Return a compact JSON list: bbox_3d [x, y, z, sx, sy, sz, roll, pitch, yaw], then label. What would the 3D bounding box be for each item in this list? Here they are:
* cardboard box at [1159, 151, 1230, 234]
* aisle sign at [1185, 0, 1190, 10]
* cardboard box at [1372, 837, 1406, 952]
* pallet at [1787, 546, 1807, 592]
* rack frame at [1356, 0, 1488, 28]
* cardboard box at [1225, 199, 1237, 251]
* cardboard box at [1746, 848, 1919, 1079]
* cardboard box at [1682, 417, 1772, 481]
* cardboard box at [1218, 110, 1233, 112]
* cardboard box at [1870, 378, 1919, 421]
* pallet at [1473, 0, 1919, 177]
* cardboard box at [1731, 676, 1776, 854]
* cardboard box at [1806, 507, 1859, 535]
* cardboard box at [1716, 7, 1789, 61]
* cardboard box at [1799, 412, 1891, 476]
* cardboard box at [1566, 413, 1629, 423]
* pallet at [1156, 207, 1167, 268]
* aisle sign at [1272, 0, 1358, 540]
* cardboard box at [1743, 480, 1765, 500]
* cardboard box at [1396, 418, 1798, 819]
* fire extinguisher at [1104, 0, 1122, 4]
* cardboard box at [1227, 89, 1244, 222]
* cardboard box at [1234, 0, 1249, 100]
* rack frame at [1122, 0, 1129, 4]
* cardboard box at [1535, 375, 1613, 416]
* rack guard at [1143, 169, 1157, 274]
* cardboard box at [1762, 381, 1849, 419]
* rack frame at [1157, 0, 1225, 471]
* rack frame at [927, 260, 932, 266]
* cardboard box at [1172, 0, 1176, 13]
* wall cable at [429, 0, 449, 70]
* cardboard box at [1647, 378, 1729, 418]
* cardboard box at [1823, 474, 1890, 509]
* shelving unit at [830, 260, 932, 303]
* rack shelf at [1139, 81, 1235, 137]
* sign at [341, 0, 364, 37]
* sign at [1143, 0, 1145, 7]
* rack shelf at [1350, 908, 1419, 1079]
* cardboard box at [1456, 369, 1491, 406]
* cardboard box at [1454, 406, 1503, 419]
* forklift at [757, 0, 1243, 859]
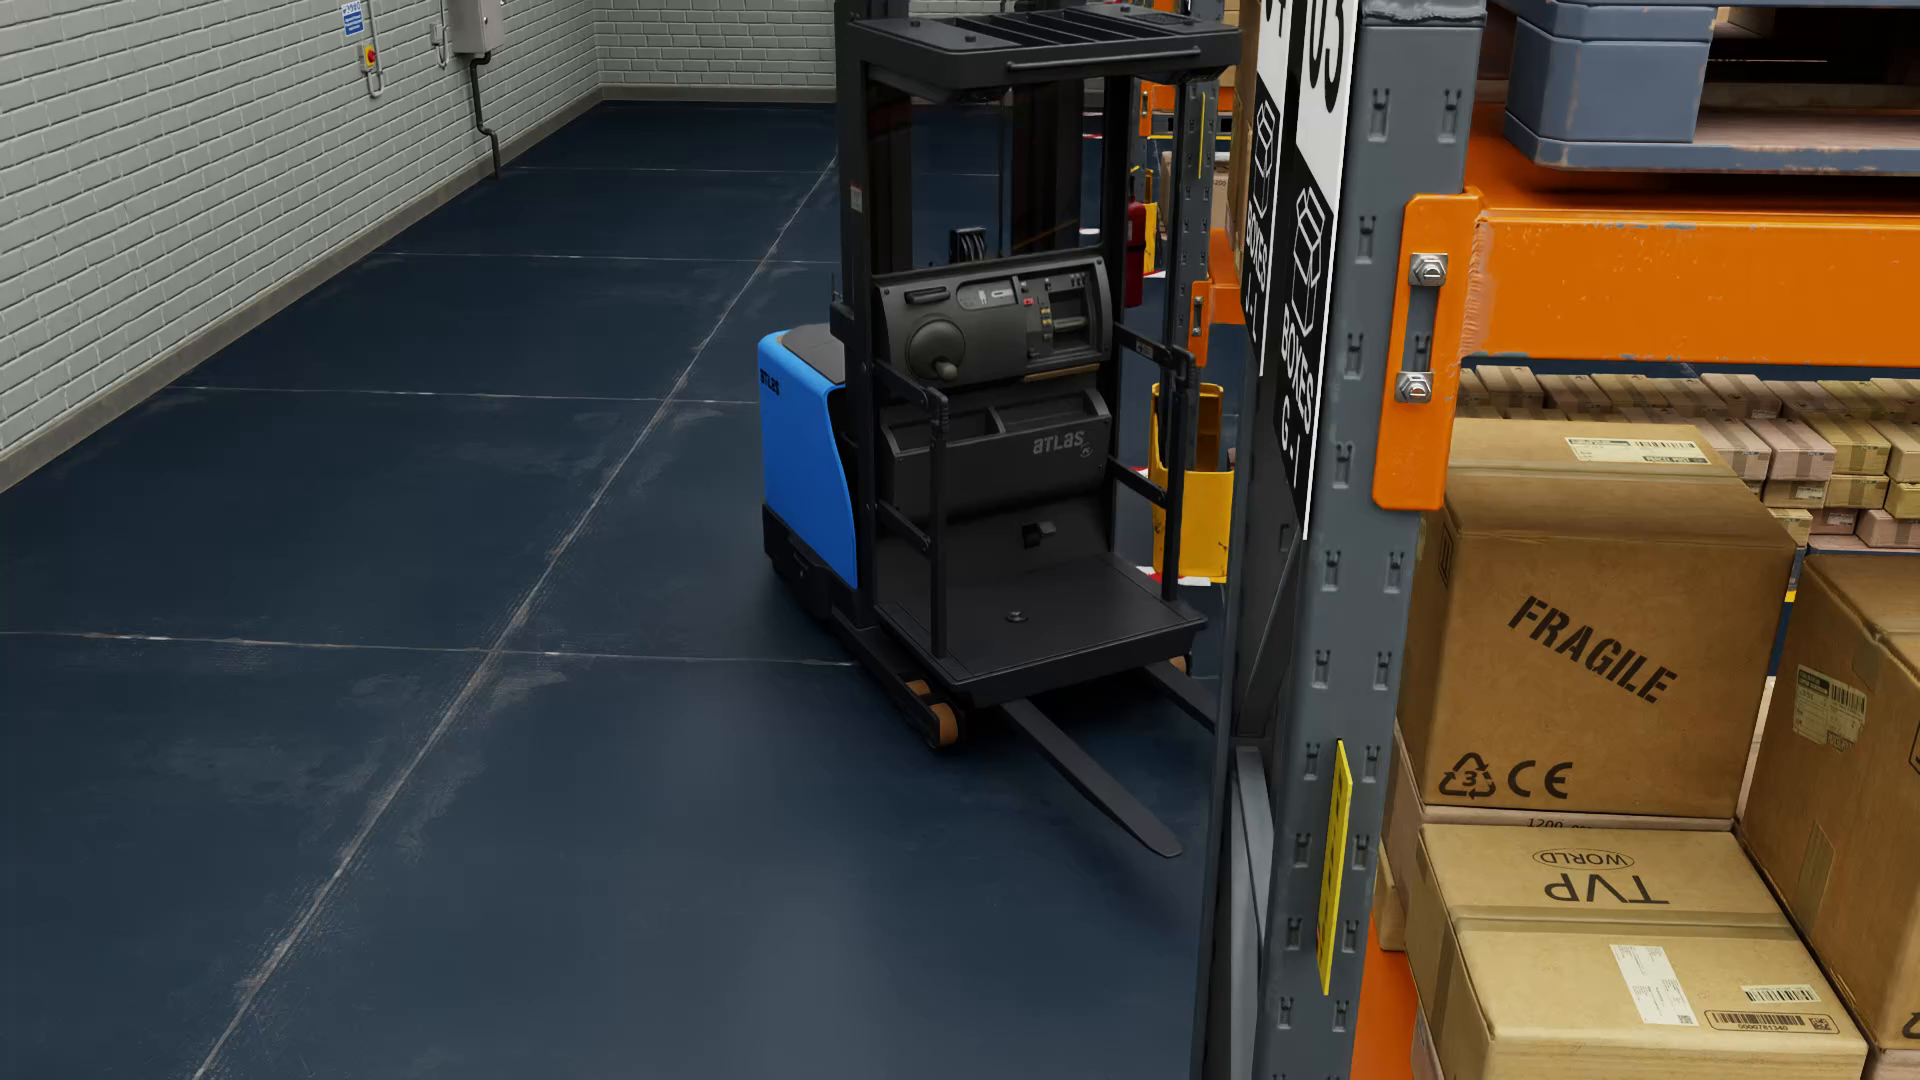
[{"bbox_3d":[1.948,-2.560,12.287,0.875,0.438,0.875,1,25,2],"label":"cardboard box"},{"bbox_3d":[0.908,-2.504,6.494,0.004,0.787,0.394,2,25,4],"label":"aisle sign"},{"bbox_3d":[0.904,0.606,3.145,0.250,0.149,0.380,2,25,5],"label":"cardboard box"},{"bbox_3d":[3.100,-0.096,7.706,1.213,0.211,1.003,2,25,4],"label":"pallet"},{"bbox_3d":[0.523,-2.107,1.565,0.127,3.000,1.000,2,25,4],"label":"rack frame"},{"bbox_3d":[1.351,-1.439,7.590,0.250,0.149,0.380,2,25,4],"label":"cardboard box"},{"bbox_3d":[1.500,0.693,2.480,0.500,0.250,0.500,2,25,3],"label":"cardboard box"},{"bbox_3d":[3.311,-0.398,7.223,0.250,0.149,0.380,1,25,2],"label":"cardboard box"},{"bbox_3d":[2.682,-4.388,16.606,0.250,0.149,0.380,1,25,2],"label":"cardboard box"},{"bbox_3d":[4.394,-0.615,7.694,0.250,0.149,0.380,3,25,7],"label":"cardboard box"},{"bbox_3d":[1.264,-0.685,2.168,1.213,0.211,1.003,2,25,4],"label":"pallet"},{"bbox_3d":[1.533,0.472,2.959,0.500,0.250,0.500,1,25,3],"label":"cardboard box"},{"bbox_3d":[3.801,-0.168,7.435,0.250,0.149,0.380,1,25,3],"label":"cardboard box"},{"bbox_3d":[2.960,-1.902,6.622,0.500,0.500,0.500,1,25,2],"label":"cardboard box"},{"bbox_3d":[3.858,-0.424,7.280,0.250,0.149,0.380,3,25,6],"label":"cardboard box"},{"bbox_3d":[2.814,-0.420,7.270,0.250,0.149,0.380,2,25,5],"label":"cardboard box"},{"bbox_3d":[2.085,-2.253,12.393,1.213,0.211,1.003,2,25,4],"label":"pallet"},{"bbox_3d":[0.429,-0.440,2.008,0.004,0.787,0.394,2,25,4],"label":"aisle sign"},{"bbox_3d":[3.351,-0.297,7.359,0.250,0.149,0.380,1,25,1],"label":"cardboard box"},{"bbox_3d":[1.029,0.116,2.835,0.500,0.500,0.500,2,25,5],"label":"cardboard box"},{"bbox_3d":[1.476,-5.189,15.977,0.183,0.674,0.296,2,25,4],"label":"fire extinguisher"},{"bbox_3d":[1.472,-1.719,7.423,0.500,0.500,0.500,2,25,5],"label":"cardboard box"},{"bbox_3d":[1.479,-2.170,7.206,0.500,0.500,0.500,1,25,3],"label":"cardboard box"},{"bbox_3d":[1.658,-5.581,16.291,0.127,3.000,1.000,2,25,4],"label":"rack frame"},{"bbox_3d":[2.845,-0.639,7.746,0.250,0.149,0.380,1,25,2],"label":"cardboard box"},{"bbox_3d":[1.258,-2.378,12.319,0.348,0.500,1.175,2,25,4],"label":"rack guard"},{"bbox_3d":[3.877,-0.601,7.665,0.250,0.149,0.380,1,25,3],"label":"cardboard box"},{"bbox_3d":[1.004,-1.446,7.304,0.127,3.000,1.000,2,25,4],"label":"rack frame"},{"bbox_3d":[-0.091,-0.704,7.845,0.015,1.200,0.240,-12,27,-25],"label":"rack frame"},{"bbox_3d":[1.783,-3.653,11.980,0.500,0.500,0.500,2,25,4],"label":"cardboard box"},{"bbox_3d":[-4.245,-4.736,13.239,0.122,1.984,0.588,2,25,4],"label":"wall cable"},{"bbox_3d":[3.351,-0.618,7.701,0.250,0.149,0.380,1,25,2],"label":"cardboard box"},{"bbox_3d":[3.872,-0.280,7.322,0.250,0.149,0.380,2,25,4],"label":"cardboard box"},{"bbox_3d":[-0.307,-0.657,7.742,0.503,1.200,0.258,-12,27,-25],"label":"shelving unit"},{"bbox_3d":[3.276,-3.122,11.806,4.000,0.370,1.077,2,25,4],"label":"rack shelf"},{"bbox_3d":[-4.407,-3.788,12.070,0.001,0.218,0.327,2,25,4],"label":"sign"},{"bbox_3d":[1.234,-3.710,11.095,0.005,0.325,0.100,2,25,4],"label":"sign"},{"bbox_3d":[2.518,1.009,2.830,4.000,0.370,1.077,2,25,4],"label":"rack shelf"},{"bbox_3d":[2.319,-0.679,7.833,0.250,0.149,0.380,1,25,2],"label":"cardboard box"},{"bbox_3d":[2.279,-0.460,7.358,0.250,0.149,0.380,1,25,1],"label":"cardboard box"},{"bbox_3d":[0.242,-0.781,5.942,1.130,2.935,3.031,-12,27,-25],"label":"forklift"}]
